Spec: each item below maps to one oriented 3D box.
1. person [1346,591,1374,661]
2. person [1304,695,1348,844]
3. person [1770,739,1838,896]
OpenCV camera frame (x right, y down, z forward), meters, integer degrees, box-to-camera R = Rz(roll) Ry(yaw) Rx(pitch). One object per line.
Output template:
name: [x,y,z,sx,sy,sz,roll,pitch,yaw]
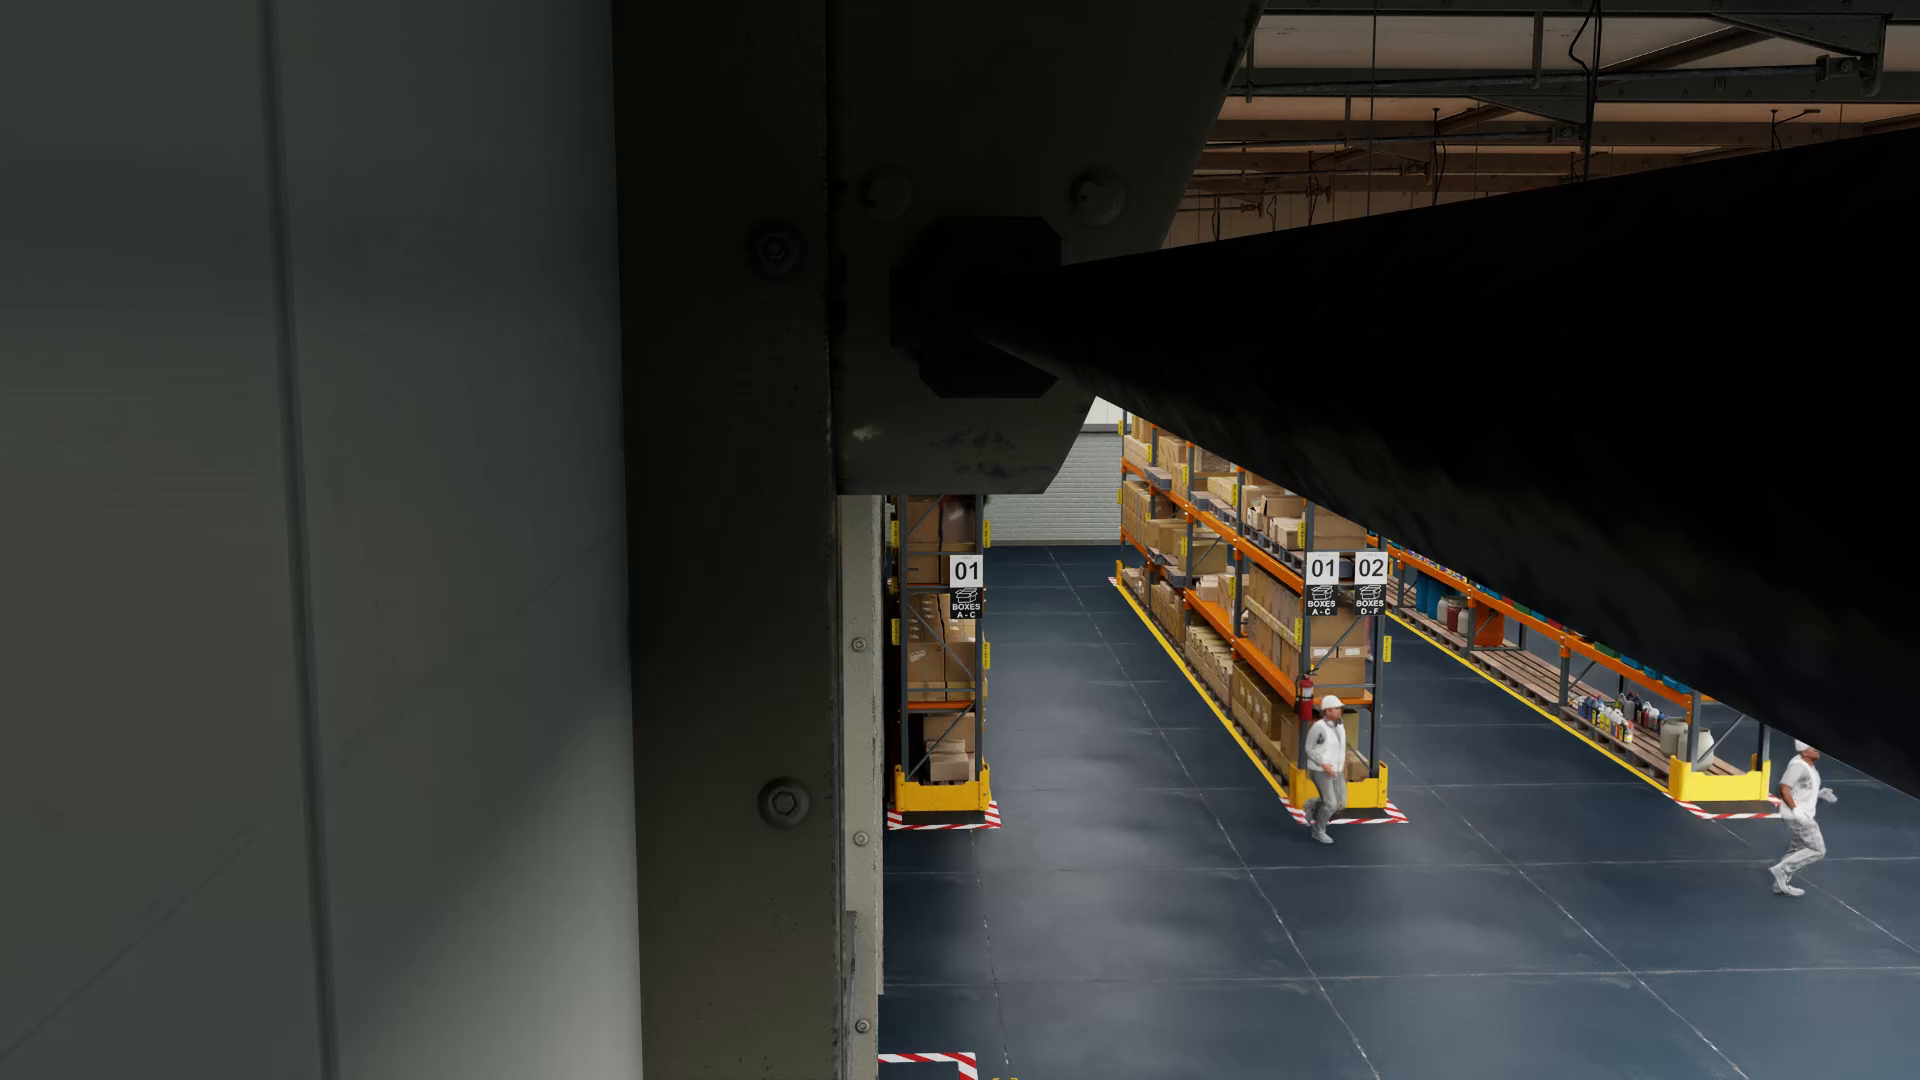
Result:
person: [7.085,1.204,29.064,0.574,1.655,0.969,-2,9,-14]
person: [4.253,2.642,19.404,0.681,1.717,0.566,-7,11,-41]
person: [8.908,2.897,17.528,0.602,1.745,0.663,4,9,24]
